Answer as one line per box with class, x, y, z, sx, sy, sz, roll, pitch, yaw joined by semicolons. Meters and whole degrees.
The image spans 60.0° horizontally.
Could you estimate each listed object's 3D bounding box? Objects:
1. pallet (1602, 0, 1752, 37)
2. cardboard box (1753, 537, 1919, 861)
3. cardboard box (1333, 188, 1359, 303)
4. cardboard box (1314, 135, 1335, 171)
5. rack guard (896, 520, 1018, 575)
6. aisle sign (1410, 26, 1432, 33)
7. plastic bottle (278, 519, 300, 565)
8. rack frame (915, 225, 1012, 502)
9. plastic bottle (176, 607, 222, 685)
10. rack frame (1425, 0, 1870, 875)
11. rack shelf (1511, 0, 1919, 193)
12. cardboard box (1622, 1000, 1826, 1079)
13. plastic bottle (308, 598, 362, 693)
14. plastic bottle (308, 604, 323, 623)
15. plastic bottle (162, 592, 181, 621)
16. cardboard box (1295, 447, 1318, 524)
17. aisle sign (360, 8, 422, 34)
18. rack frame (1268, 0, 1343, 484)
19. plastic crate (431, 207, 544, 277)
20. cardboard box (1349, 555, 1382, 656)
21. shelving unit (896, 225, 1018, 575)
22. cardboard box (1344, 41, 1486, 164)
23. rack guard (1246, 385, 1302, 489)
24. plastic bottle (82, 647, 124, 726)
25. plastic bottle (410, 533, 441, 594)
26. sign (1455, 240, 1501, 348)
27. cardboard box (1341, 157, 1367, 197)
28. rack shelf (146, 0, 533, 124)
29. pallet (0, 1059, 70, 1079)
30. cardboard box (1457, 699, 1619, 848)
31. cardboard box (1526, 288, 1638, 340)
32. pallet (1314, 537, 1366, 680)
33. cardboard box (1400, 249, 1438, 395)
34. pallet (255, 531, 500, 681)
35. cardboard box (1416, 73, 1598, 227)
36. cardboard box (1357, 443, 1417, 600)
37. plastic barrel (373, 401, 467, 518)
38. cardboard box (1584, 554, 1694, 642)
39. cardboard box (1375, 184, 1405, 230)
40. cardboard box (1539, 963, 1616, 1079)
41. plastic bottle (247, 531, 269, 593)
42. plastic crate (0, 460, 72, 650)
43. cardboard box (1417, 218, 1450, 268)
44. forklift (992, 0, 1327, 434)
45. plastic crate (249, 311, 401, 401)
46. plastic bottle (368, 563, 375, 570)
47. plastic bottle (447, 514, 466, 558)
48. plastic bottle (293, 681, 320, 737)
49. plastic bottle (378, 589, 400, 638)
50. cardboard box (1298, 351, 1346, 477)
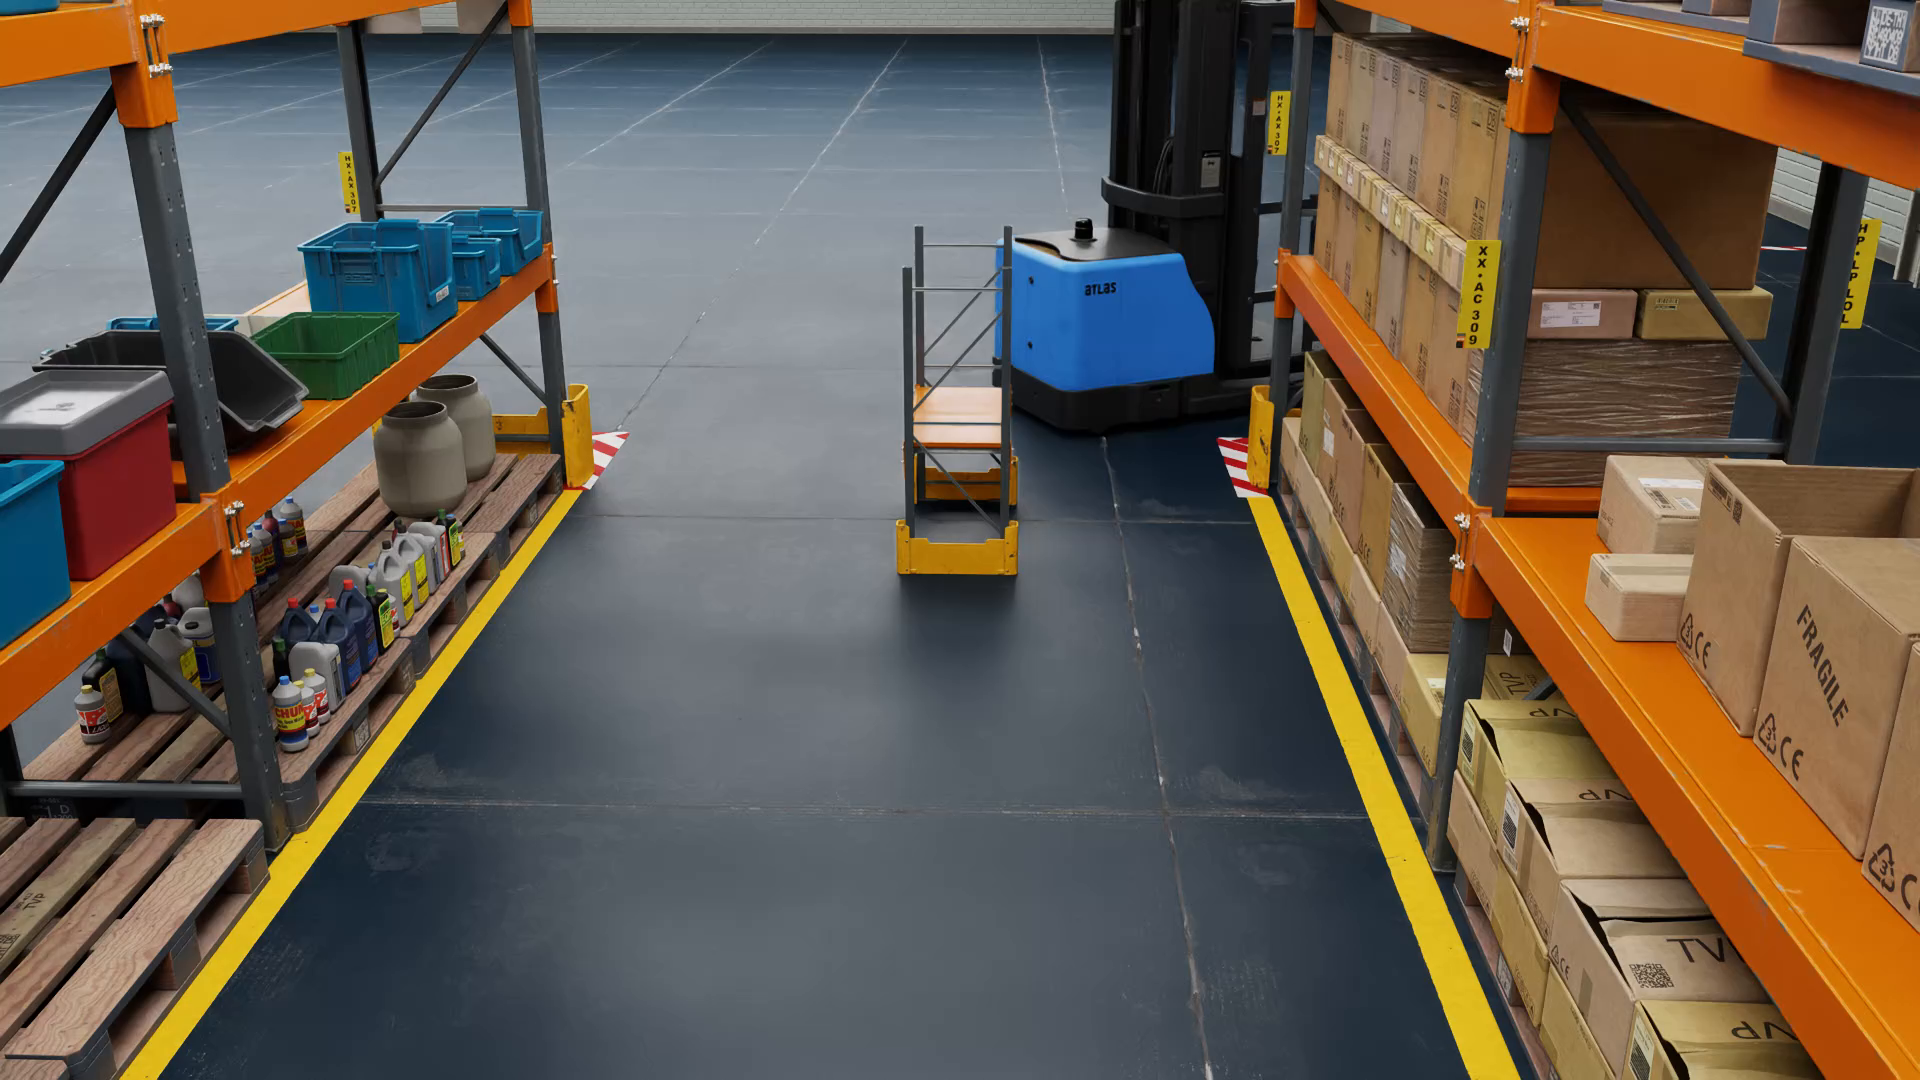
pallet;2.086;-1.275;3.787;0.805;0.209;1.217;0;21;-1
cardboard box;2.029;0.317;3.426;0.500;0.500;0.500;1;21;2
cardboard box;2.184;-1.419;7.902;0.700;0.500;0.500;1;21;3
cardboard box;1.995;-1.941;8.349;0.380;0.149;0.250;0;21;1
rack guard;-0.013;0.036;8.091;0.587;0.250;0.087;1;21;2
aisle sign;2.517;-2.964;8.427;0.394;0.787;0.004;1;21;2
plastic bottle;-3.099;0.002;7.638;0.097;0.201;0.097;0;21;0
rack frame;0.018;-0.914;8.811;0.500;1.500;0.032;1;21;2
plastic bottle;-2.965;0.411;6.480;0.152;0.276;0.135;1;21;2
rack frame;2.100;-0.285;5.117;1.000;3.000;0.127;1;21;2
rack shelf;2.039;-0.625;2.841;1.077;0.370;4.000;1;21;2
cardboard box;1.793;1.242;3.626;0.500;0.311;0.500;1;21;3
plastic bottle;-2.411;0.402;6.401;0.144;0.351;0.185;1;21;3
plastic bottle;-2.528;0.385;6.554;0.097;0.271;0.097;0;21;0
plastic bottle;-3.150;0.356;6.613;0.061;0.283;0.133;2;21;5
cardboard box;1.972;-0.273;8.306;0.500;0.250;0.500;1;21;2
aisle sign;-3.020;-3.028;8.594;0.394;0.787;0.004;1;21;2
rack frame;2.222;-1.731;8.844;1.000;3.000;0.127;1;21;2
plastic crate;-2.445;-1.534;8.540;0.499;0.251;0.616;1;21;2
cardboard box;1.921;0.269;6.909;0.500;0.250;0.500;1;21;2
shelving unit;0.002;-0.727;8.329;0.587;1.500;1.083;1;21;2
cardboard box;2.183;-2.005;7.617;0.700;0.500;0.500;0;21;0
rack guard;2.223;-0.575;9.319;1.175;0.500;0.348;1;21;2
plastic bottle;-3.166;0.543;6.130;0.061;0.283;0.133;2;21;4
plastic bottle;-2.386;0.087;7.314;0.152;0.276;0.135;0;21;0
sign;1.545;-0.731;4.960;0.100;0.325;0.005;1;21;2
cardboard box;1.970;-1.664;7.636;0.380;0.149;0.250;0;21;1
rack shelf;-2.790;-2.127;6.712;1.077;0.370;4.000;1;21;2
pallet;-2.870;1.686;3.893;1.003;0.211;1.213;1;21;2
cardboard box;1.839;0.686;5.059;0.500;0.311;0.500;1;21;2
cardboard box;1.894;-0.735;5.241;0.380;0.149;0.250;1;21;2
pallet;2.201;0.285;7.501;1.003;0.211;1.213;1;21;2
cardboard box;2.136;-0.864;6.472;0.700;0.500;0.500;1;21;2
pallet;-2.754;0.274;7.530;1.003;0.211;1.213;1;21;2
cardboard box;2.137;-1.461;6.216;0.700;0.500;0.500;1;21;2
cardboard box;1.934;-0.080;6.773;0.500;0.500;0.500;1;21;2
plastic barrel;-2.688;-0.403;8.280;0.421;0.512;0.421;0;21;0
cardboard box;1.869;0.150;4.343;0.380;0.149;0.250;1;21;2
cardboard box;1.947;-1.385;6.917;0.380;0.149;0.250;1;21;2
cardboard box;1.810;1.316;4.211;0.500;0.250;0.500;0;21;0
plastic bottle;-3.109;0.092;7.309;0.097;0.271;0.097;0;21;0
plastic crate;-2.573;0.069;4.227;0.392;0.384;0.575;1;21;2
cardboard box;1.927;-1.103;6.189;0.380;0.149;0.250;1;21;1
forklift;1.766;-2.357;10.551;3.031;2.935;1.130;-10;23;-24
plastic crate;-2.527;-0.730;6.556;0.450;0.188;0.662;1;21;2
plastic bottle;-2.509;0.197;7.136;0.097;0.201;0.097;0;21;0
plastic bottle;-2.347;-0.019;7.691;0.097;0.201;0.097;0;21;0
plastic bottle;-2.400;0.611;6.067;0.097;0.201;0.097;0;21;0
plastic bottle;-2.374;0.301;6.867;0.097;0.201;0.097;0;21;0
cardboard box;1.970;-0.623;8.171;0.500;0.500;0.500;1;21;2
